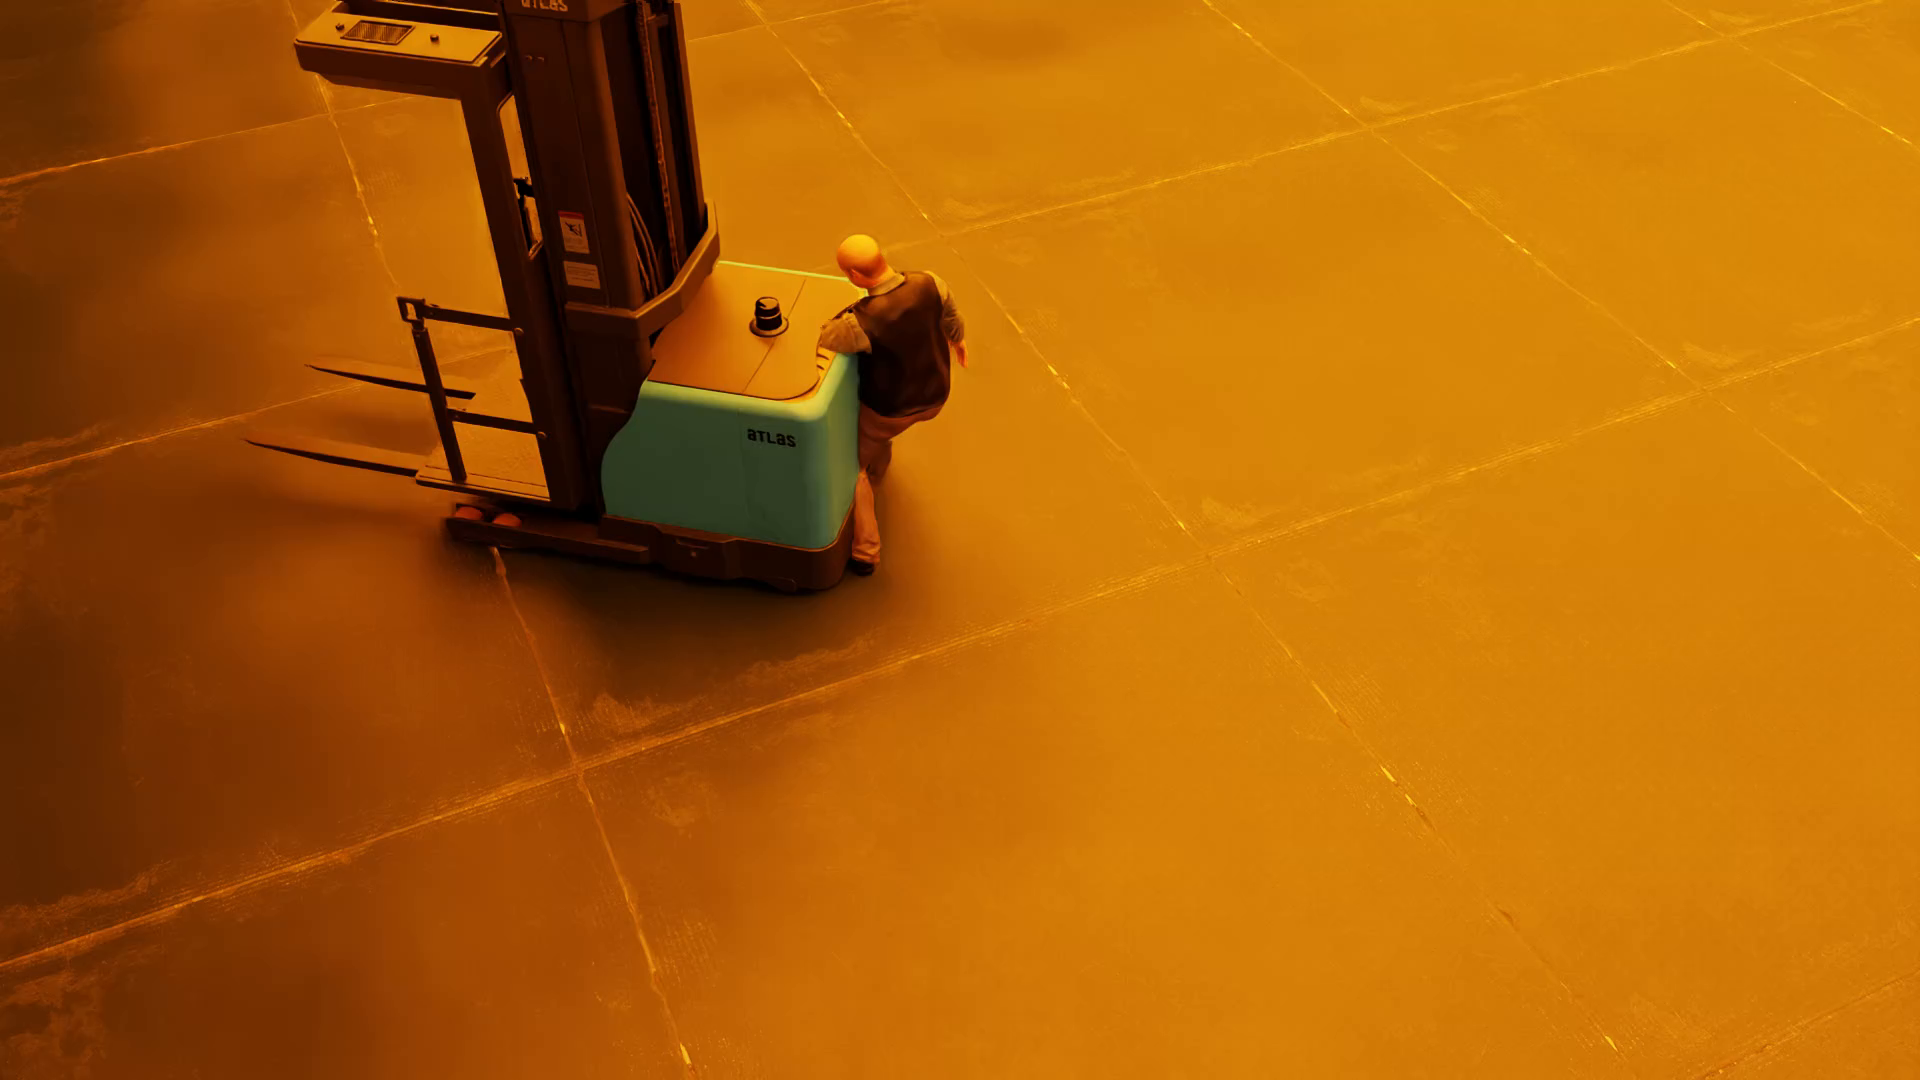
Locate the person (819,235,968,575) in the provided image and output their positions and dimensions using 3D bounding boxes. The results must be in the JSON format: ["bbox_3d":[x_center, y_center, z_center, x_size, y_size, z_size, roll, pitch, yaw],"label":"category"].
[{"bbox_3d":[-0.420,-0.831,7.620,0.879,1.530,1.124,-25,48,-24],"label":"person"}]

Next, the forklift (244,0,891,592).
[{"bbox_3d":[-1.911,-1.373,7.151,3.031,2.935,1.130,9,44,10],"label":"forklift"}]
